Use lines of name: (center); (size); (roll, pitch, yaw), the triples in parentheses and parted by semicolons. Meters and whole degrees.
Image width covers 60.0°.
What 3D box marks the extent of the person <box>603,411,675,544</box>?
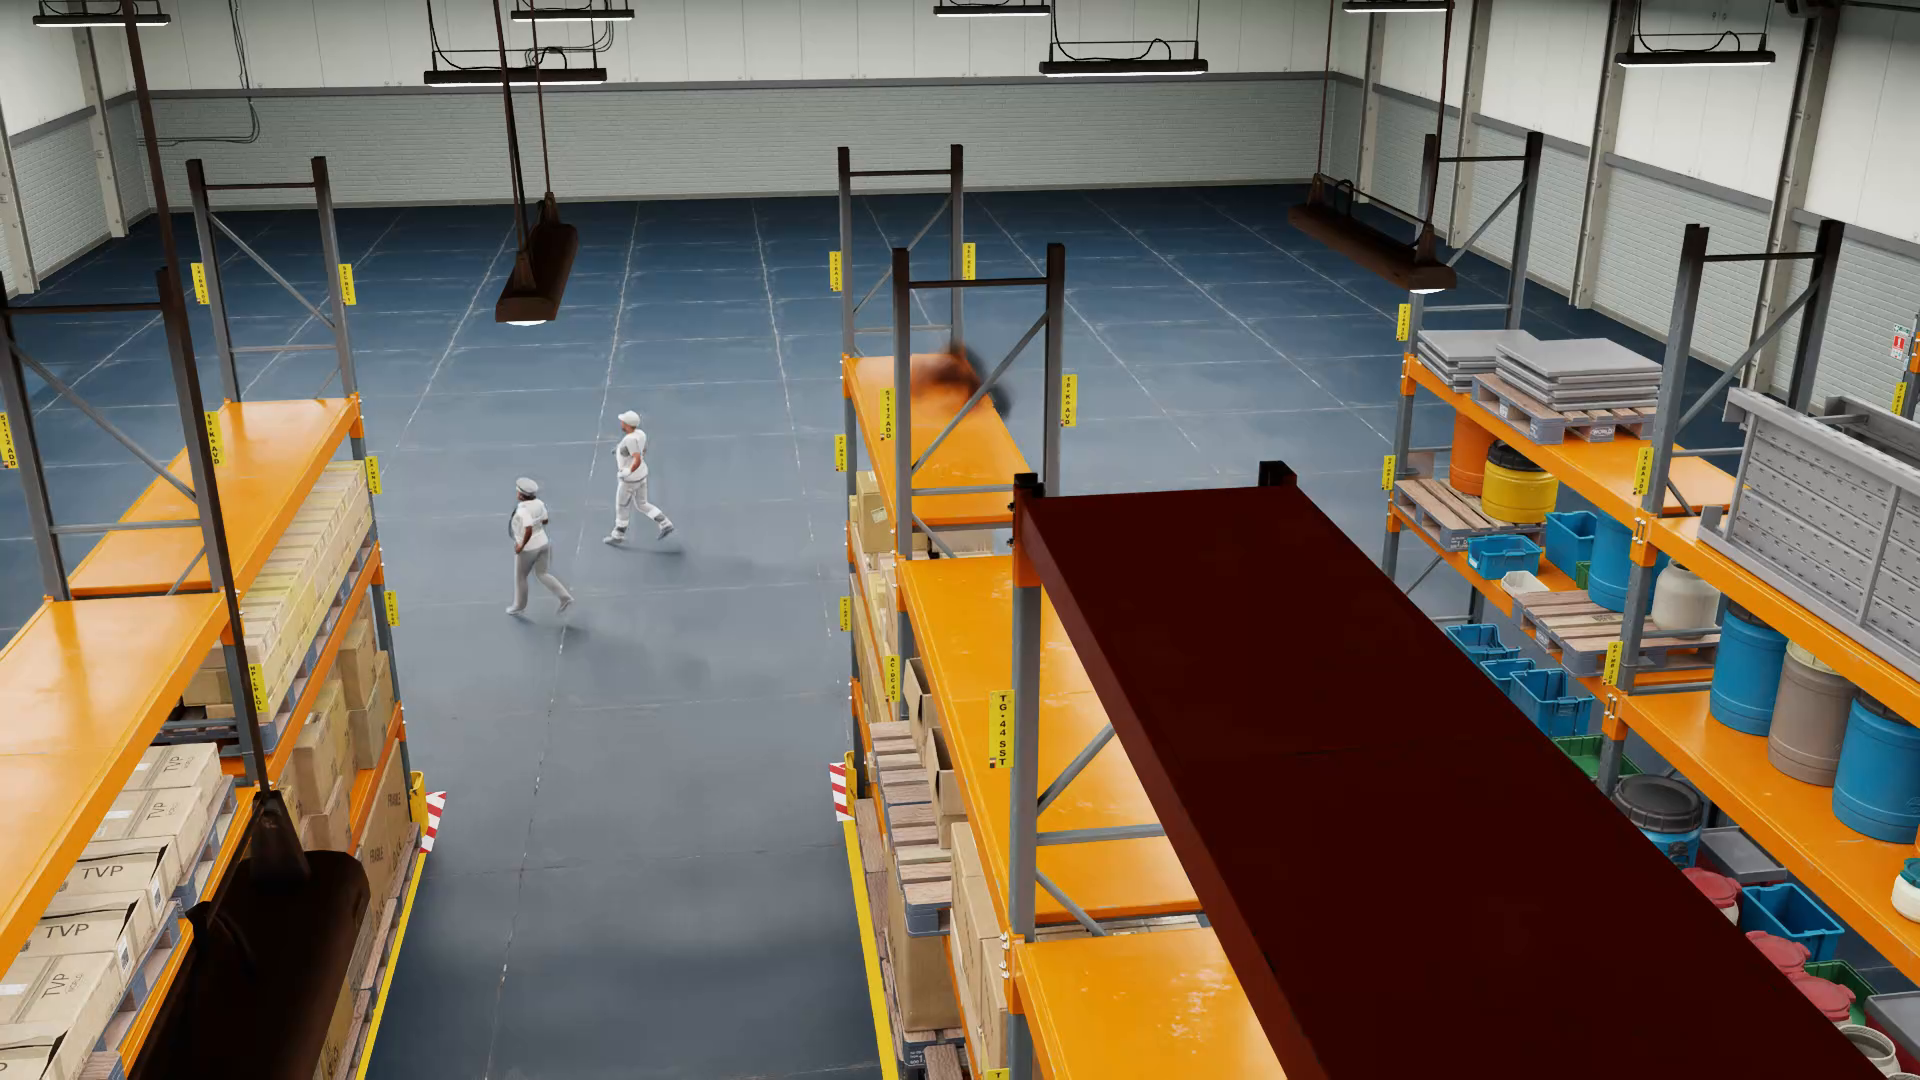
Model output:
person: (-4.138, -0.776, 21.120); (0.987, 1.786, 0.656); (6, 22, 15)

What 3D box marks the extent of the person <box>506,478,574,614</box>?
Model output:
person: (-4.885, 0.104, 19.062); (0.933, 1.700, 0.587); (11, 24, 25)
